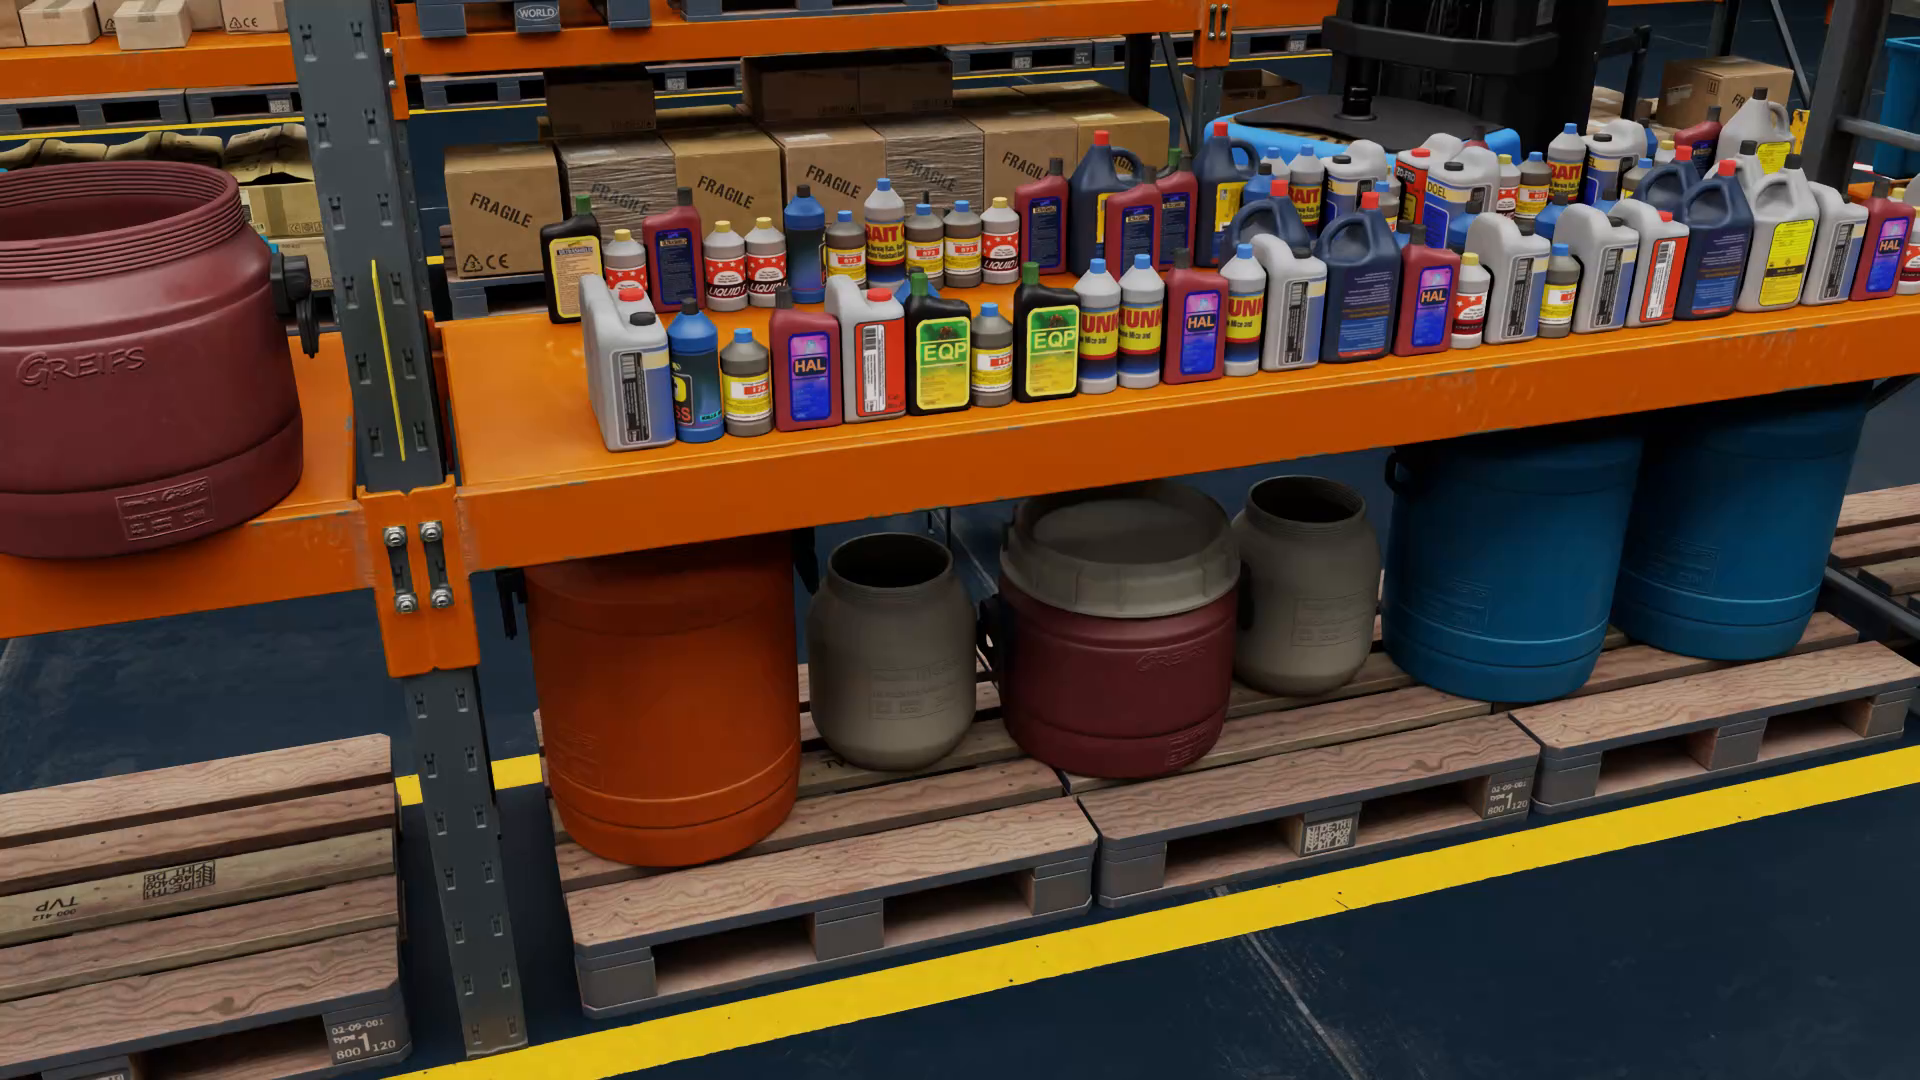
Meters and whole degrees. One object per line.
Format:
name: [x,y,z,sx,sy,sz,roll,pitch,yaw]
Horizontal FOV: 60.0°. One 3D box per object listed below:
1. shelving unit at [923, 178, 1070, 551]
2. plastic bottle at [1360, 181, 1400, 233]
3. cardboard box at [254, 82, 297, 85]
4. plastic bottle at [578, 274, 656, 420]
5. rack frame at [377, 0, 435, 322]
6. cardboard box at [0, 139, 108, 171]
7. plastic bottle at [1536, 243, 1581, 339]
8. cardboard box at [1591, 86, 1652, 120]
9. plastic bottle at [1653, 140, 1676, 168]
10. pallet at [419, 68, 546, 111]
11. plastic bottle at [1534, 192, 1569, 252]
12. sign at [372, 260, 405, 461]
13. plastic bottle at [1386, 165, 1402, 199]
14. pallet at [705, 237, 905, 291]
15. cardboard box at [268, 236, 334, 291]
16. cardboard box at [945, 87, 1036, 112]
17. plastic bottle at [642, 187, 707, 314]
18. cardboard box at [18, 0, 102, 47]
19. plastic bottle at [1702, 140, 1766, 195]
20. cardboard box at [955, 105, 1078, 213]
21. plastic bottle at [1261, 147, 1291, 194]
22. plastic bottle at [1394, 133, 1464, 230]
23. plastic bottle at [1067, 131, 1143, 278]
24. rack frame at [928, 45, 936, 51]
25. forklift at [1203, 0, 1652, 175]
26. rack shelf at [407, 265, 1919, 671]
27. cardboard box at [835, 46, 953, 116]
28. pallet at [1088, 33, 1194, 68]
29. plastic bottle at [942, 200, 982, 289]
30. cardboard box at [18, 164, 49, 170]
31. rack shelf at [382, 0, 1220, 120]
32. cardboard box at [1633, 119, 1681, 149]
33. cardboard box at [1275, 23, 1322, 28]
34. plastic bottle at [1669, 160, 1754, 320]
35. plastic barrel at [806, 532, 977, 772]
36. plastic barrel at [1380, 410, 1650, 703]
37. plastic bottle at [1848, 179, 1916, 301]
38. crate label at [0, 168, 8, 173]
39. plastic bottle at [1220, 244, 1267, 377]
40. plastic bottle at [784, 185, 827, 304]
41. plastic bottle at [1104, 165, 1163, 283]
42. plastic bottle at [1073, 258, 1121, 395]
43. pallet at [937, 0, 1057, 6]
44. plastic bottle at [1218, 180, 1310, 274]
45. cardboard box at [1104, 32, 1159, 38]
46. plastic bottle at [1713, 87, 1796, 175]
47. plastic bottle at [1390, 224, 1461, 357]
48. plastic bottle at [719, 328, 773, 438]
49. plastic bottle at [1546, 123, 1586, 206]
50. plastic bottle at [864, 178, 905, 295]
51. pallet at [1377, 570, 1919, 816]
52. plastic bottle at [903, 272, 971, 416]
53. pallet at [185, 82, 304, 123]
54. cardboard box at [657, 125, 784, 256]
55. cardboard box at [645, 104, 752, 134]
shelving unit: [0.157,-0.560,5.529,0.503,1.200,0.258,-8,28,-16]
plastic bottle: [1.063,-0.808,4.228,0.097,0.201,0.097,0,26,0]
cardboard box: [-4.874,-3.603,11.951,0.500,0.500,0.700,-8,27,-15]
plastic bottle: [-0.674,-0.390,3.302,0.135,0.276,0.152,-8,28,-16]
rack frame: [-2.668,-2.553,7.520,0.127,3.000,1.000,-8,28,-16]
cardboard box: [-4.240,-1.668,7.726,0.500,0.311,0.500,-9,28,-17]
plastic bottle: [1.334,-0.563,3.735,0.097,0.201,0.097,0,26,0]
cardboard box: [3.858,-2.597,10.204,0.500,0.250,0.500,-8,28,-16]
plastic bottle: [1.954,-1.008,4.631,0.097,0.201,0.097,0,26,0]
pallet: [-3.433,-3.475,12.512,1.213,0.211,1.003,-8,28,-16]
plastic bottle: [1.380,-0.673,3.876,0.097,0.271,0.097,0,26,0]
sign: [-0.961,-0.300,2.797,0.005,0.325,0.100,-8,28,-16]
plastic bottle: [1.108,-0.886,4.384,0.097,0.201,0.097,0,26,0]
pallet: [-0.789,-1.557,8.650,1.213,0.211,1.003,-8,28,-16]
cardboard box: [-3.093,-1.334,7.684,0.500,0.250,0.500,-8,27,-15]
cardboard box: [0.096,-2.140,9.003,0.500,0.500,0.500,-8,27,-15]
plastic bottle: [-0.666,-0.674,3.866,0.133,0.283,0.061,-8,28,-16]
cardboard box: [-3.863,-2.241,7.174,0.250,0.149,0.380,-6,27,-12]
plastic bottle: [1.848,-0.783,4.010,0.185,0.351,0.144,-8,28,-16]
cardboard box: [0.282,-1.928,8.576,0.500,0.500,0.500,-8,28,-16]
plastic bottle: [0.795,-0.872,4.277,0.097,0.271,0.097,0,26,0]
plastic bottle: [1.227,-0.924,4.376,0.135,0.276,0.152,-8,28,-16]
plastic bottle: [0.366,-0.834,4.112,0.185,0.351,0.144,-8,28,-16]
rack frame: [-0.403,-5.198,12.847,0.127,3.000,1.000,-8,28,-16]
forklift: [2.393,-2.369,7.226,3.031,2.935,1.130,-23,35,-39]
rack shelf: [0.764,-0.412,4.015,4.000,0.370,1.077,-8,28,-16]
cardboard box: [-0.351,-2.416,8.717,0.500,0.250,0.500,-8,28,-16]
pallet: [1.507,-4.190,13.953,1.213,0.211,1.003,-8,28,-16]
plastic bottle: [0.005,-0.726,4.062,0.097,0.201,0.097,0,26,0]
cardboard box: [-4.063,-1.442,7.271,0.500,0.311,0.500,-8,28,-16]
rack shelf: [-0.767,-2.506,8.234,4.000,0.370,1.077,-8,28,-16]
cardboard box: [4.085,-2.386,9.875,0.250,0.166,0.380,-8,28,-16]
cardboard box: [2.766,-4.679,14.140,0.500,0.500,0.700,-8,28,-16]
plastic bottle: [1.717,-0.697,3.836,0.185,0.351,0.144,-8,28,-16]
plastic barrel: [-0.169,0.278,4.143,0.421,0.512,0.421,0,26,0]
plastic barrel: [1.470,-0.092,4.450,0.708,0.901,0.600,-8,28,-16]
plastic bottle: [2.185,-0.715,3.948,0.133,0.283,0.061,-8,28,-16]
crate label: [-2.166,-0.452,3.247,0.616,0.435,0.502,-8,28,-16]
plastic bottle: [0.590,-0.487,3.503,0.097,0.271,0.097,0,26,0]
plastic bottle: [-0.366,-0.704,3.939,0.097,0.271,0.097,0,26,0]
plastic bottle: [0.422,-0.764,4.047,0.133,0.283,0.061,-8,28,-16]
plastic bottle: [0.278,-0.442,3.412,0.097,0.271,0.097,0,26,0]
pallet: [0.341,-2.954,8.543,1.213,0.211,1.003,-8,28,-16]
plastic bottle: [0.670,-0.616,3.674,0.185,0.351,0.144,-8,28,-16]
cardboard box: [1.308,-4.464,13.707,0.500,0.500,0.700,-8,27,-15]
plastic bottle: [2.192,-1.070,4.588,0.185,0.351,0.144,-8,28,-16]
plastic bottle: [1.010,-0.545,3.605,0.133,0.283,0.061,-8,28,-16]
plastic bottle: [-0.415,-0.310,3.225,0.097,0.201,0.097,0,26,0]
plastic bottle: [1.641,-0.994,4.524,0.097,0.271,0.097,0,26,0]
plastic bottle: [-0.180,-0.730,3.993,0.097,0.271,0.097,0,26,0]
pallet: [1.919,0.328,4.851,1.213,0.211,1.003,-8,28,-16]
plastic bottle: [-0.045,-0.392,3.297,0.133,0.283,0.061,-8,28,-16]
pallet: [-4.949,-3.291,12.142,1.213,0.211,1.003,-8,28,-16]
cardboard box: [-1.173,-1.714,8.145,0.500,0.500,0.500,-9,28,-17]
cardboard box: [-1.360,-1.930,8.580,0.500,0.500,0.500,-9,28,-18]
